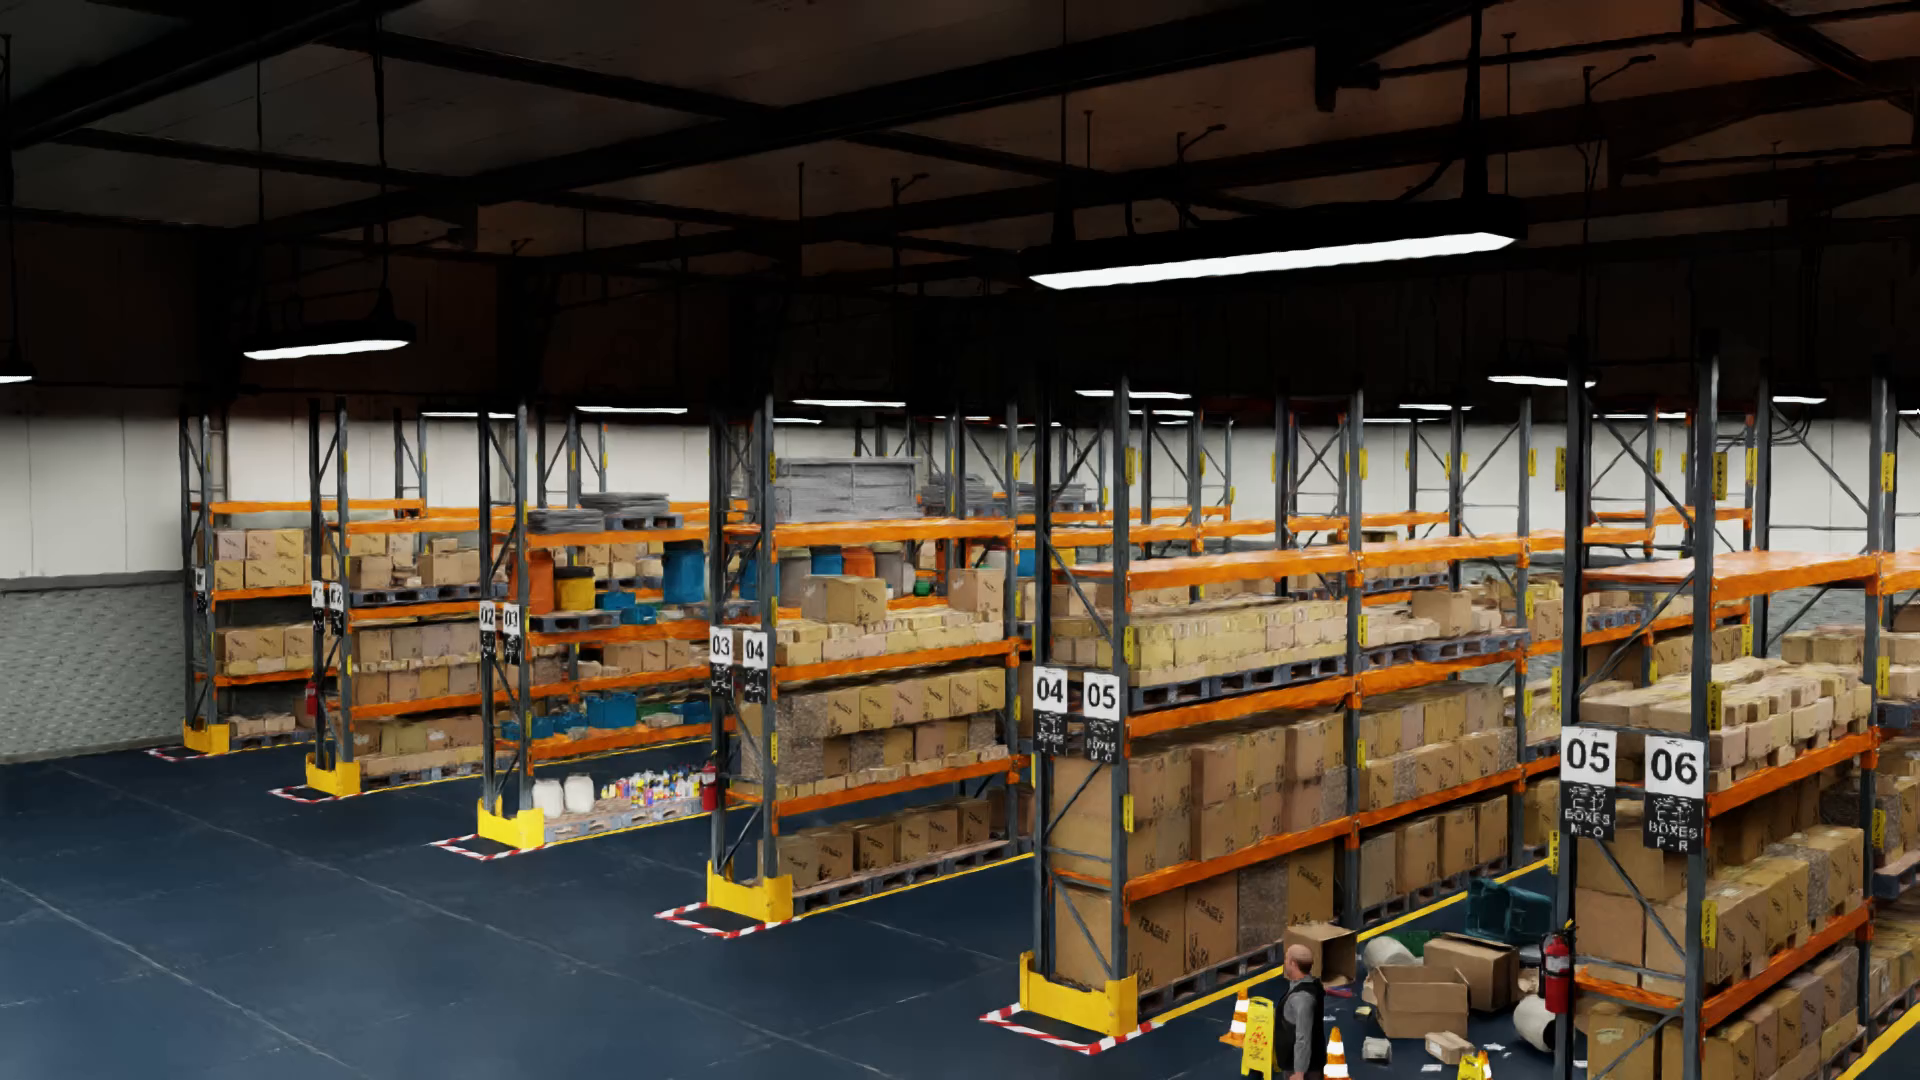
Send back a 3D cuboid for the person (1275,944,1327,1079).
[{"bbox_3d":[2.465,3.700,11.661,0.544,1.714,0.631,1,3,15],"label":"person"}]
